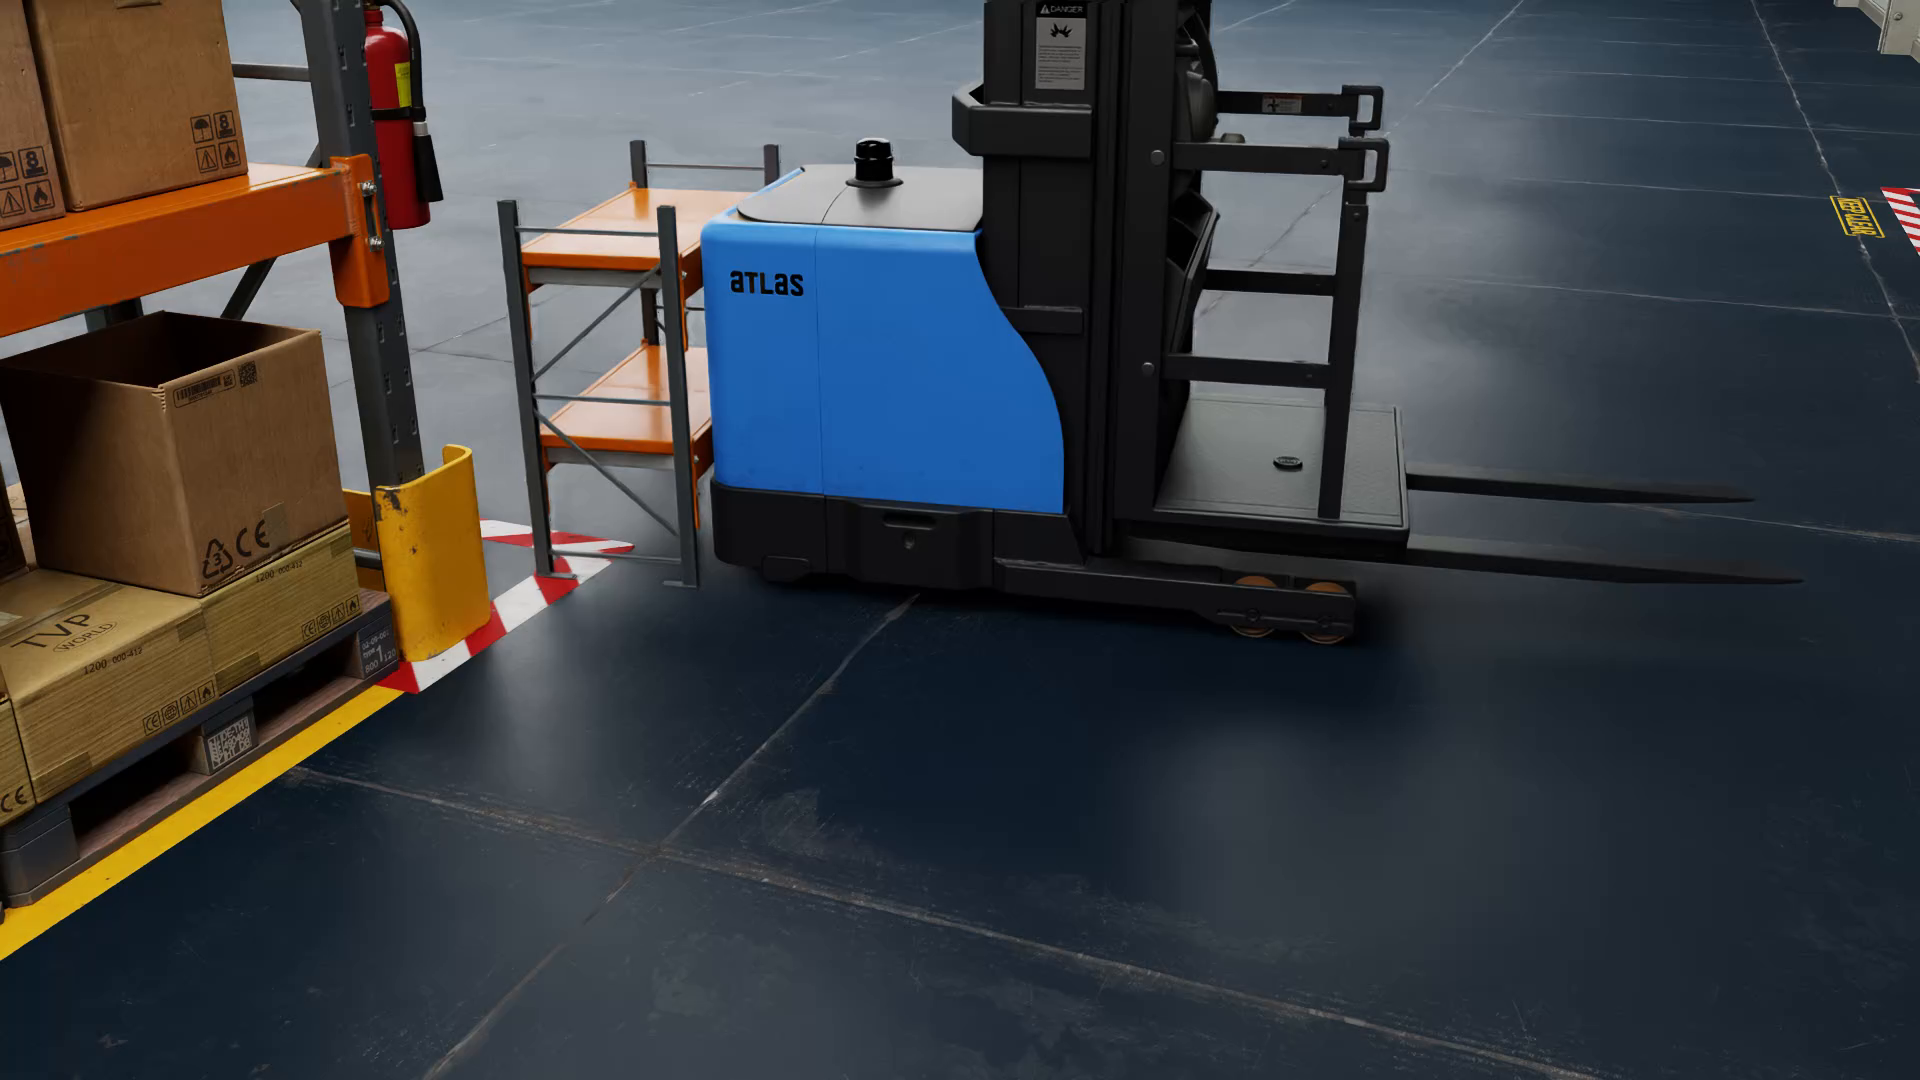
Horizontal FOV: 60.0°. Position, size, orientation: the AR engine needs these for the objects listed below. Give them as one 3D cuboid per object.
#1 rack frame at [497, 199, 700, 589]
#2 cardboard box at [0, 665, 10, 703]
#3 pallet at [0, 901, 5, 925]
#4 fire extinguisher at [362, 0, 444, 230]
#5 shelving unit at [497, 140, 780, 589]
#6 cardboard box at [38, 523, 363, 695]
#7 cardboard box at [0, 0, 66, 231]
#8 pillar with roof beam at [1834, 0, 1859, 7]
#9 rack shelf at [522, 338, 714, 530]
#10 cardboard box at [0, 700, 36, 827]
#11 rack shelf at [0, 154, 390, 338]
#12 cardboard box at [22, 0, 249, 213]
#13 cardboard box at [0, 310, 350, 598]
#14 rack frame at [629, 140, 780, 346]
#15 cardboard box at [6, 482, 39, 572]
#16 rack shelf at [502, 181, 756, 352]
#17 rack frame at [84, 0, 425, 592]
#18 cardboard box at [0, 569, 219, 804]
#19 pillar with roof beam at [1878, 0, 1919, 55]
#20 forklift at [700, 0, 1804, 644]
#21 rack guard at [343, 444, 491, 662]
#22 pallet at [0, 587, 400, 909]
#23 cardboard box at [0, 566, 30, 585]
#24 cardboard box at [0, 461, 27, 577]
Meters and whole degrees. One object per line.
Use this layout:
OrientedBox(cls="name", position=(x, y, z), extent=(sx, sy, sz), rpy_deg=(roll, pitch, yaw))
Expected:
OrientedBox(cls="rack frame", position=(-1.019, -0.397, 4.741), extent=(0.500, 1.125, 0.032), rpy_deg=(4, 23, 9))
OrientedBox(cls="cardboard box", position=(-2.205, 0.138, 3.077), extent=(0.500, 0.500, 0.500), rpy_deg=(9, 24, 20))
OrientedBox(cls="pallet", position=(-2.624, 0.816, 3.022), extent=(1.003, 0.211, 1.213), rpy_deg=(9, 24, 20))
OrientedBox(cls="fire extinguisher", position=(-1.449, -1.125, 4.152), extent=(0.296, 0.674, 0.183), rpy_deg=(9, 24, 20))
OrientedBox(cls="shelving unit", position=(-0.930, -0.590, 5.203), extent=(0.538, 1.125, 1.048), rpy_deg=(4, 23, 9))
OrientedBox(cls="cardboard box", position=(-1.849, 0.124, 4.084), extent=(0.500, 0.250, 0.500), rpy_deg=(9, 24, 20))
OrientedBox(cls="cardboard box", position=(-2.300, -0.877, 3.329), extent=(0.700, 0.500, 0.500), rpy_deg=(9, 24, 21))
OrientedBox(cls="pillar with roof beam", position=(8.137, -12.076, 22.485), extent=(9.100, 9.000, 0.400), rpy_deg=(9, 24, 20))
OrientedBox(cls="rack shelf", position=(-0.930, -0.364, 5.297), extent=(0.538, 0.278, 1.000), rpy_deg=(4, 23, 9))
OrientedBox(cls="cardboard box", position=(-2.208, 0.484, 3.222), extent=(0.500, 0.250, 0.500), rpy_deg=(9, 24, 20))
OrientedBox(cls="rack shelf", position=(-2.667, -0.137, 2.621), extent=(1.077, 0.370, 4.000), rpy_deg=(9, 24, 20))
OrientedBox(cls="cardboard box", position=(-2.110, -1.066, 3.780), extent=(0.700, 0.500, 0.500), rpy_deg=(9, 24, 20))
OrientedBox(cls="cardboard box", position=(-1.847, -0.222, 3.938), extent=(0.500, 0.500, 0.500), rpy_deg=(9, 24, 20))
OrientedBox(cls="rack frame", position=(-0.841, -0.783, 5.665), extent=(0.500, 1.125, 0.032), rpy_deg=(4, 23, 9))
OrientedBox(cls="cardboard box", position=(-2.330, 0.050, 4.261), extent=(0.500, 0.250, 0.500), rpy_deg=(9, 24, 20))
OrientedBox(cls="rack shelf", position=(-0.930, -0.860, 5.090), extent=(0.538, 0.278, 1.000), rpy_deg=(4, 23, 9))
OrientedBox(cls="rack frame", position=(-1.924, -1.185, 4.195), extent=(1.000, 3.000, 0.127), rpy_deg=(9, 24, 20))
OrientedBox(cls="cardboard box", position=(-2.024, 0.305, 3.651), extent=(0.500, 0.250, 0.500), rpy_deg=(9, 24, 20))
OrientedBox(cls="pillar with roof beam", position=(5.909, -9.929, 17.345), extent=(9.100, 9.000, 0.400), rpy_deg=(9, 24, 20))
OrientedBox(cls="forklift", position=(0.837, -1.291, 4.539), extent=(3.031, 2.935, 1.130), rpy_deg=(5, 23, 11))
OrientedBox(cls="rack guard", position=(-1.915, -0.040, 4.698), extent=(1.175, 0.500, 0.348), rpy_deg=(9, 24, 20))
OrientedBox(cls="pallet", position=(-2.170, 0.381, 4.063), extent=(1.003, 0.211, 1.213), rpy_deg=(9, 24, 20))
OrientedBox(cls="cardboard box", position=(-2.512, 0.229, 3.832), extent=(0.500, 0.250, 0.500), rpy_deg=(9, 24, 20))
OrientedBox(cls="cardboard box", position=(-2.514, -0.117, 3.688), extent=(0.500, 0.500, 0.500), rpy_deg=(9, 24, 20))
